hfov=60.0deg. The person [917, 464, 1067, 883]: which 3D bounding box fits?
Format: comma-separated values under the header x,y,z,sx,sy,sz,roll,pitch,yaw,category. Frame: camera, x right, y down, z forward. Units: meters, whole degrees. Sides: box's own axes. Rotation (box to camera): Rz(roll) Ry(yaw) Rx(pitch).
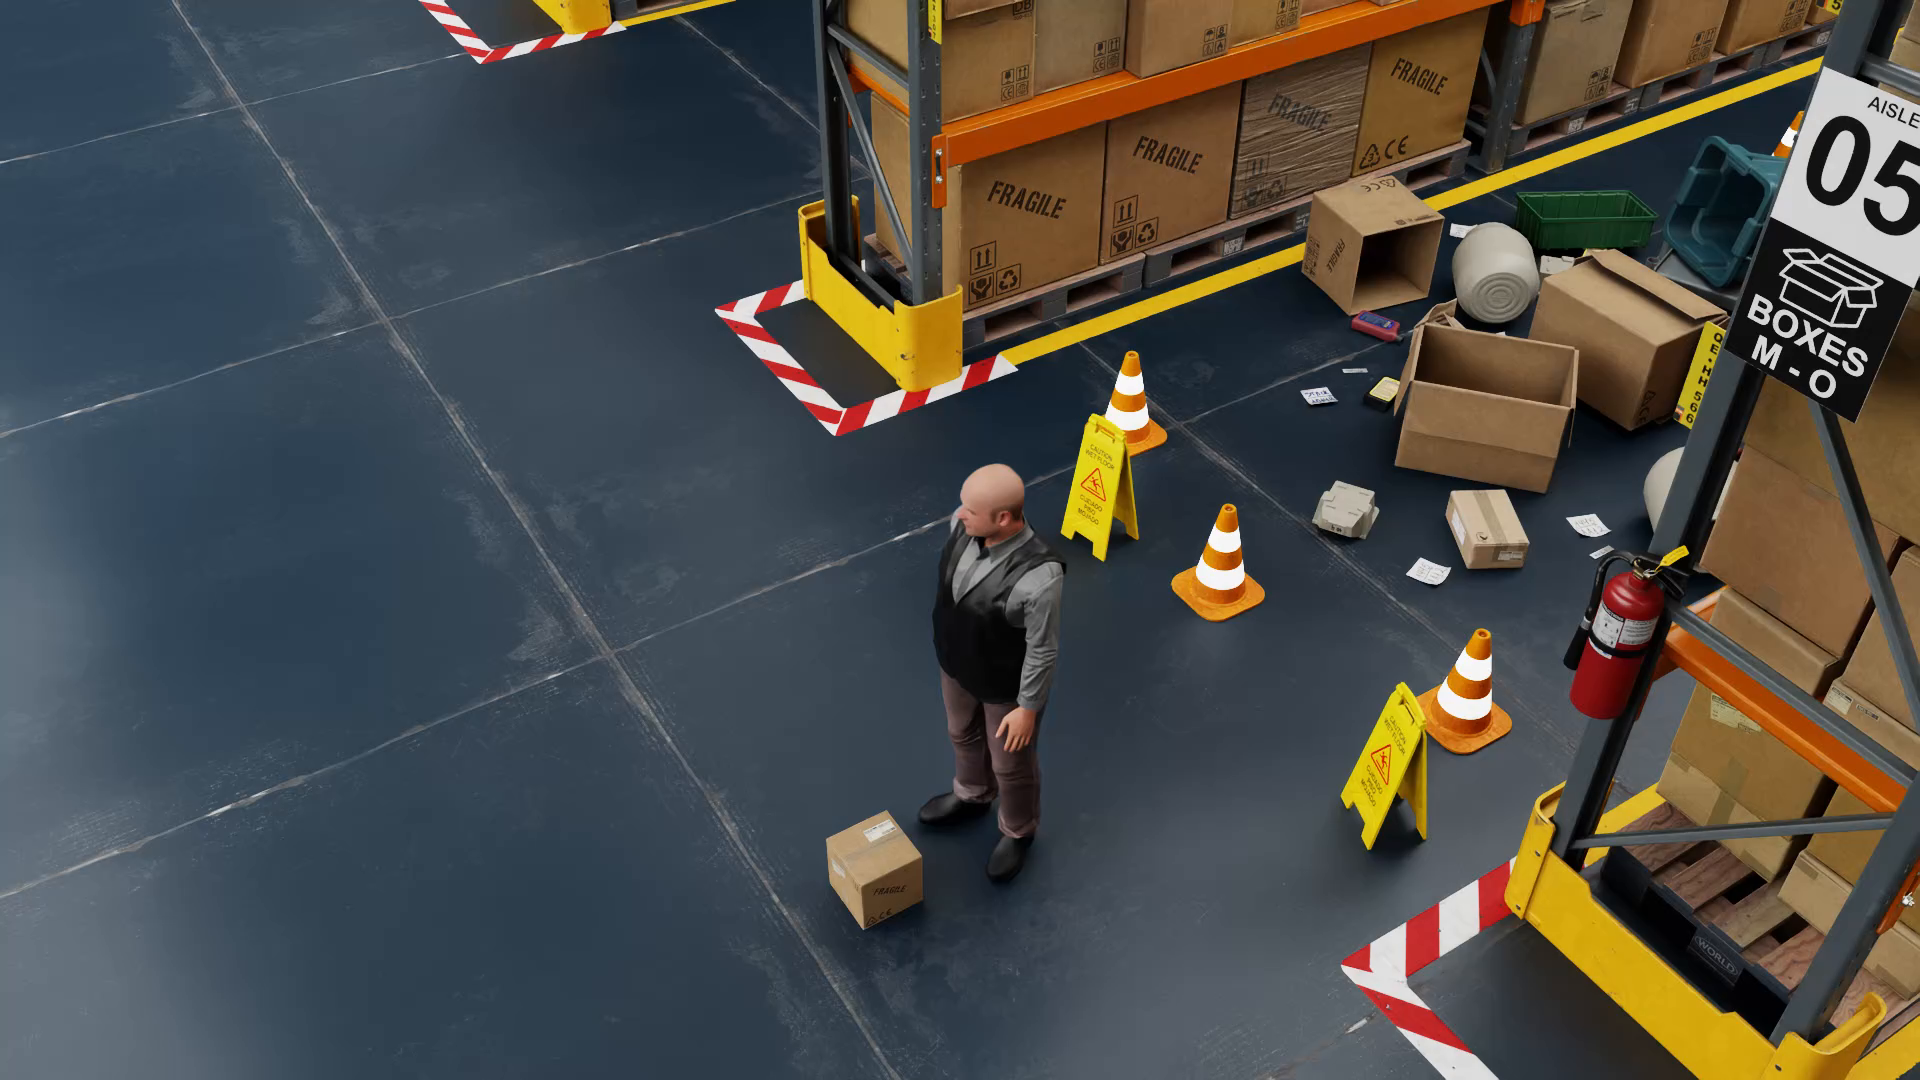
x,y,z,sx,sy,sz,roll,pitch,yaw,category
0.117,0.439,5.634,0.357,1.726,0.558,-28,48,-29,person
